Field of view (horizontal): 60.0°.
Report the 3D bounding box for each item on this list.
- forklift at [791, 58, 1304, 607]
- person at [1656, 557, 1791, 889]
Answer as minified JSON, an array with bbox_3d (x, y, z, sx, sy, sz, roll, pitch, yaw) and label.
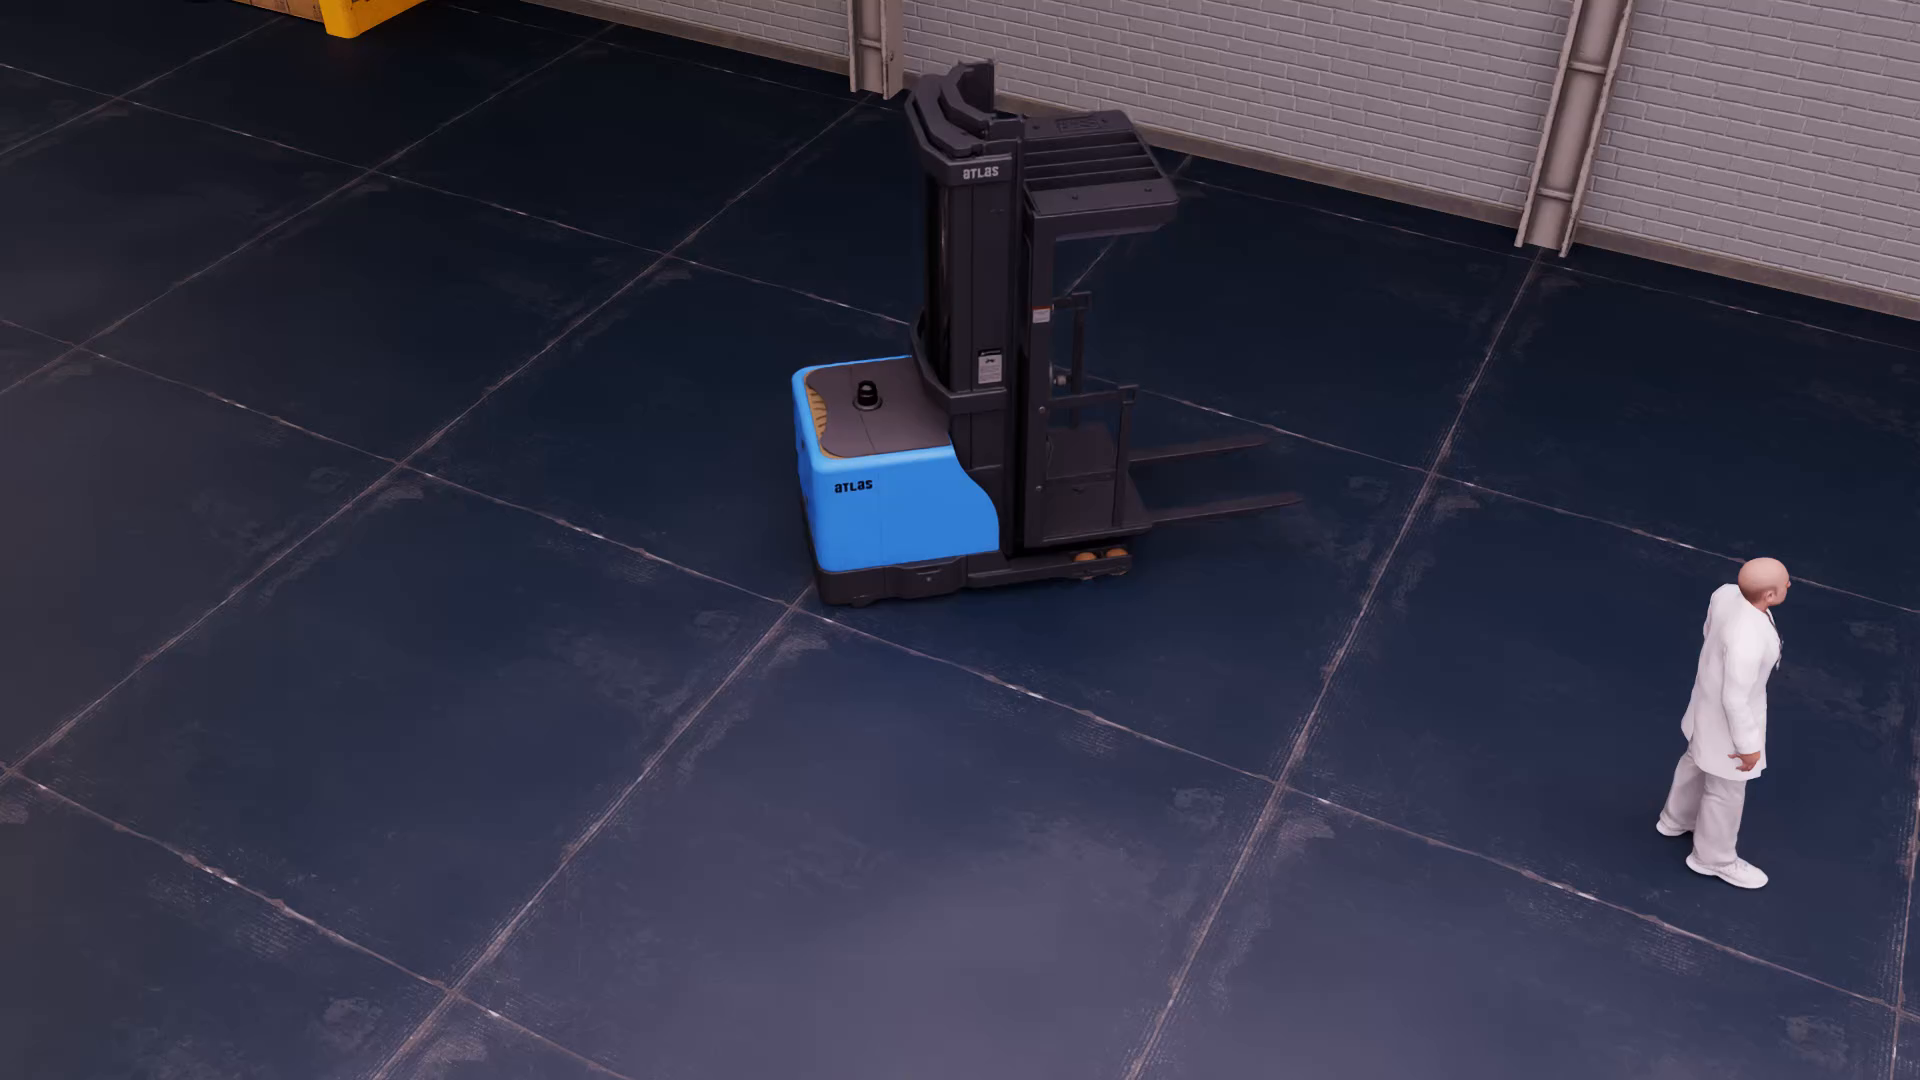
[{"bbox_3d":[0.564,-1.208,9.421,3.031,2.935,1.130,-8,41,-9],"label":"forklift"},{"bbox_3d":[3.742,0.819,7.897,0.581,1.776,0.694,6,41,7],"label":"person"}]
